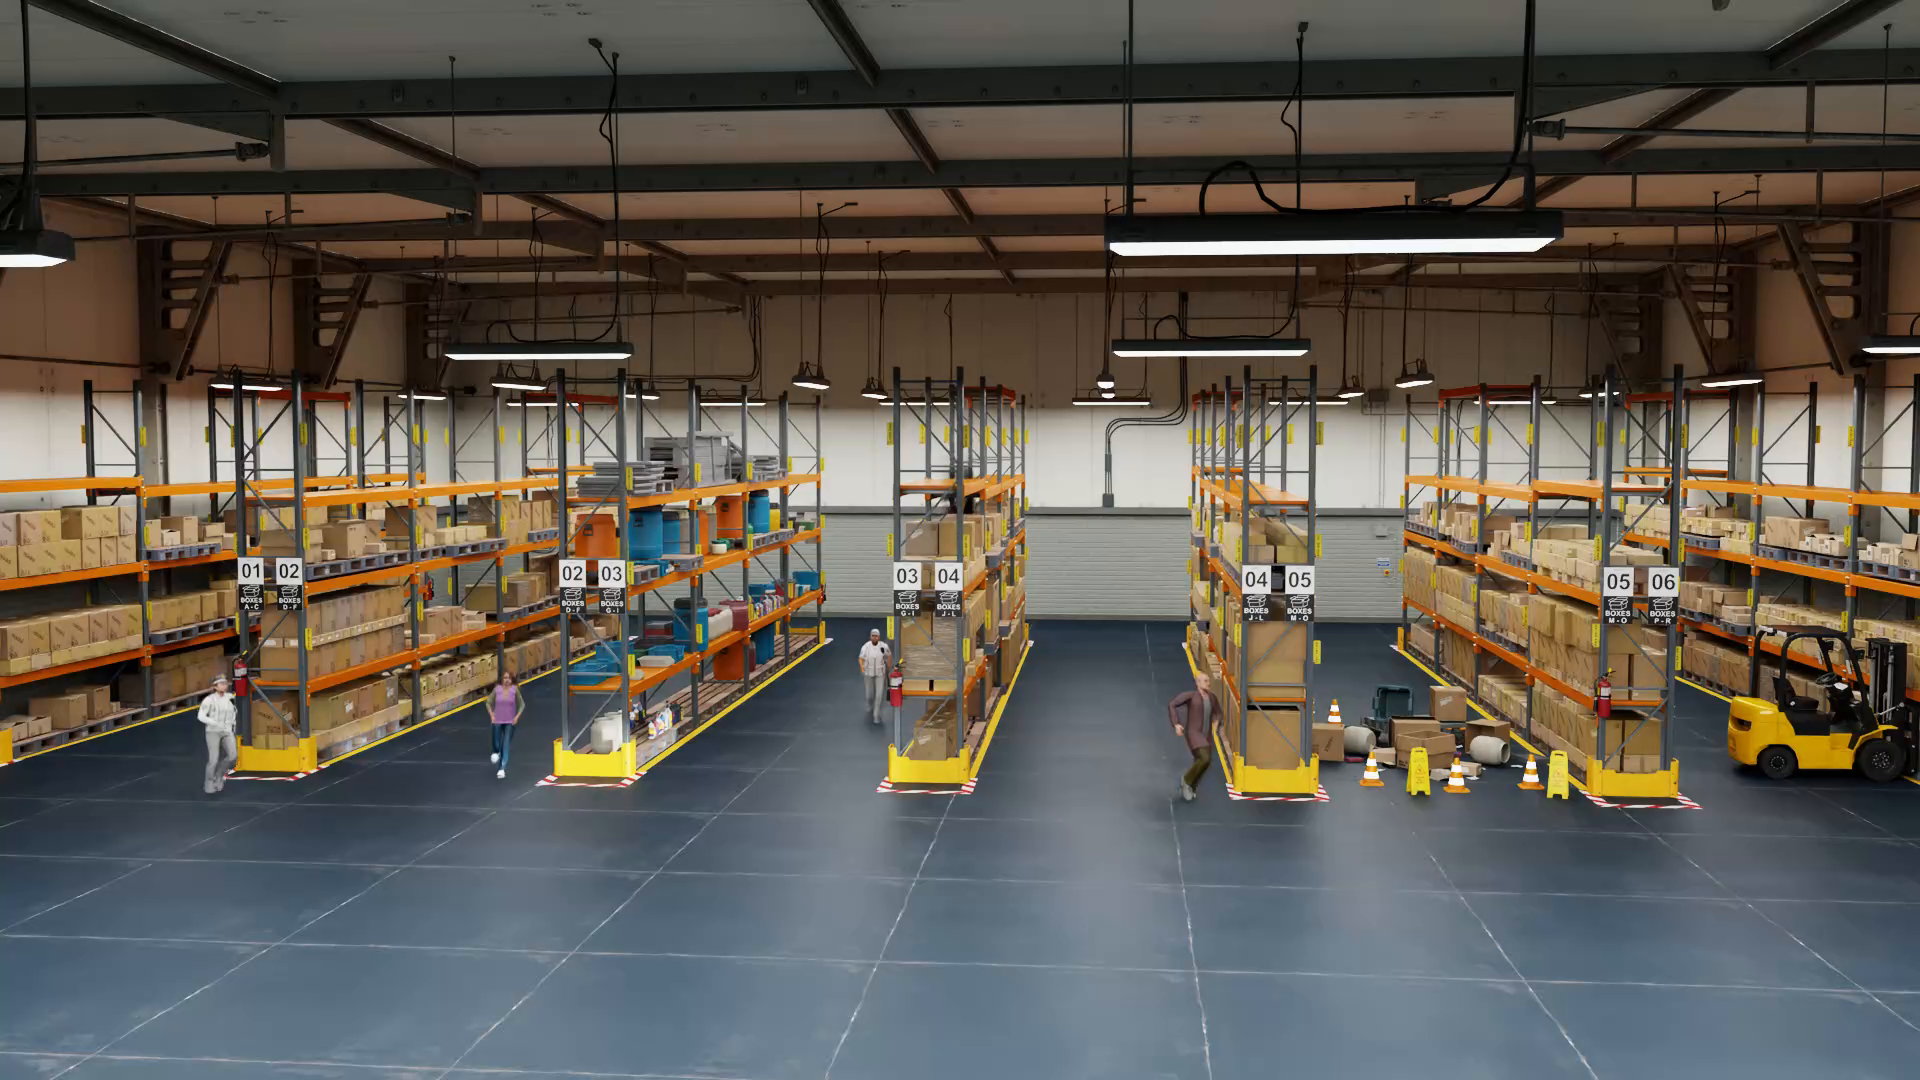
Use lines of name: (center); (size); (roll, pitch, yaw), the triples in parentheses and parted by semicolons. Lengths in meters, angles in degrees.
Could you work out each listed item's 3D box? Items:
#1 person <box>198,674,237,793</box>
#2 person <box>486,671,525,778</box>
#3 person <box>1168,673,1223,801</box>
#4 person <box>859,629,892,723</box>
person: (-10.381, 2.717, 23.373); (0.550, 1.662, 0.595); (3, 5, 41)
person: (-6.737, 2.716, 24.660); (0.563, 1.580, 0.564); (-1, 4, -15)
person: (3.306, 2.706, 22.914); (0.721, 1.723, 0.641); (-3, 4, -37)
person: (-1.493, 2.371, 29.380); (0.597, 1.634, 0.754); (0, 4, -3)
